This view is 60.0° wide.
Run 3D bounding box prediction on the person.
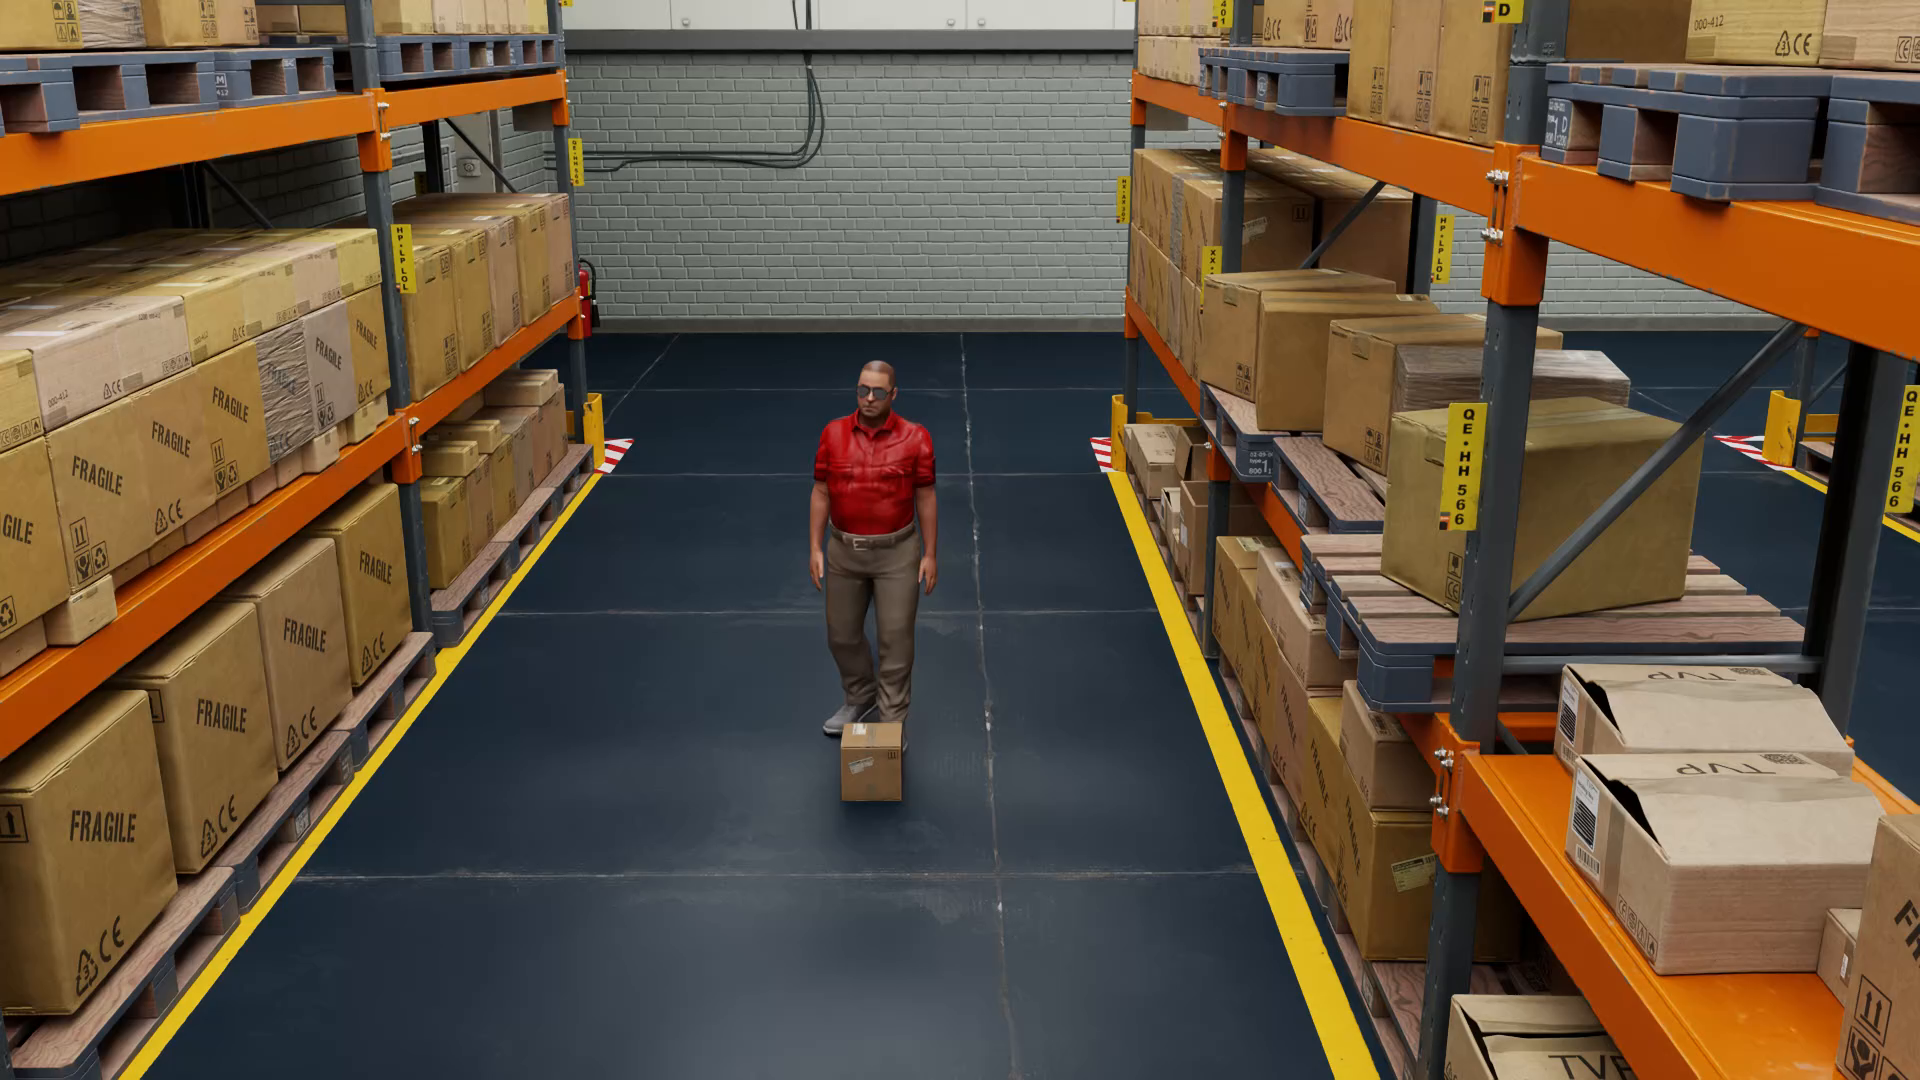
[{"bbox_3d":[-0.381,0.071,7.322,0.568,1.733,0.509,3,17,9],"label":"person"}]
